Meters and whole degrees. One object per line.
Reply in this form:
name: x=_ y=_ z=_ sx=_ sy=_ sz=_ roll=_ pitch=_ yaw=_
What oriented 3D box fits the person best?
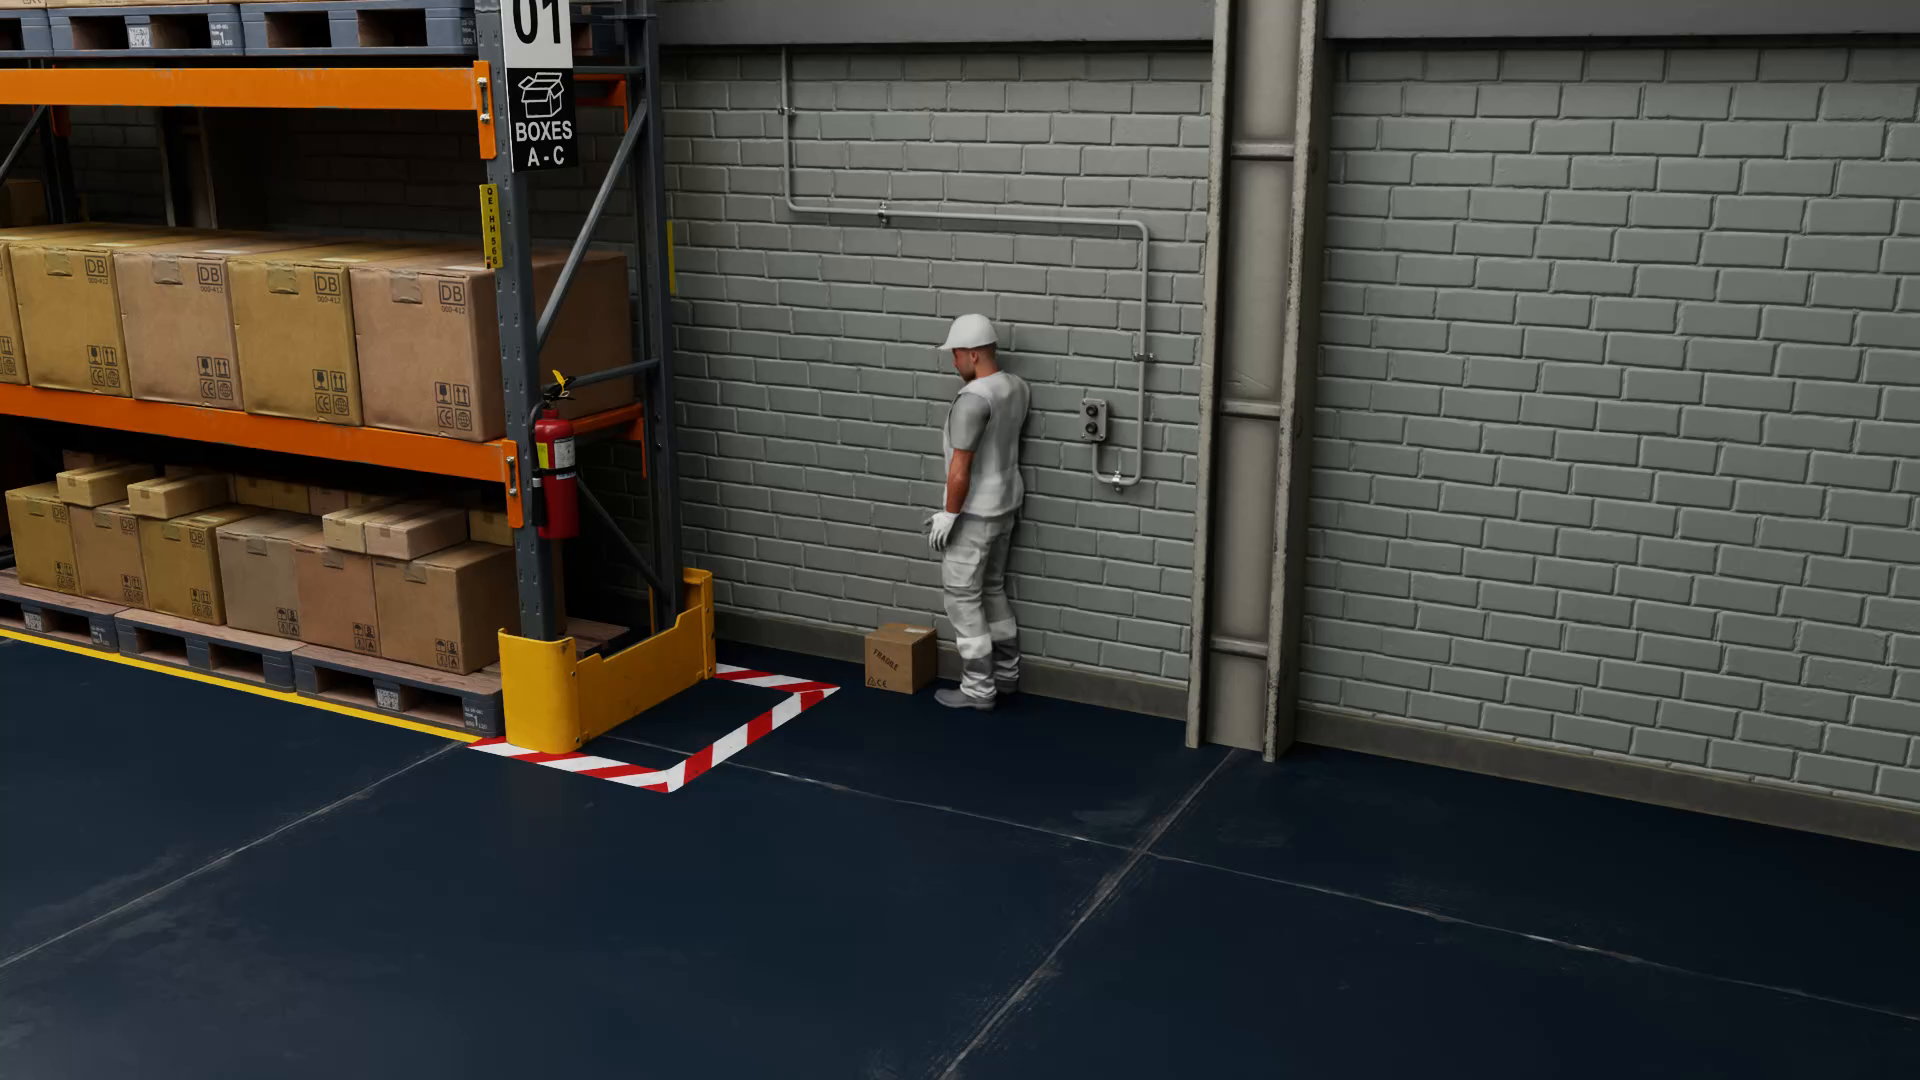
person: x=0.080 y=-0.121 z=7.446 sx=0.364 sy=1.779 sz=0.529 roll=8 pitch=18 yaw=27
